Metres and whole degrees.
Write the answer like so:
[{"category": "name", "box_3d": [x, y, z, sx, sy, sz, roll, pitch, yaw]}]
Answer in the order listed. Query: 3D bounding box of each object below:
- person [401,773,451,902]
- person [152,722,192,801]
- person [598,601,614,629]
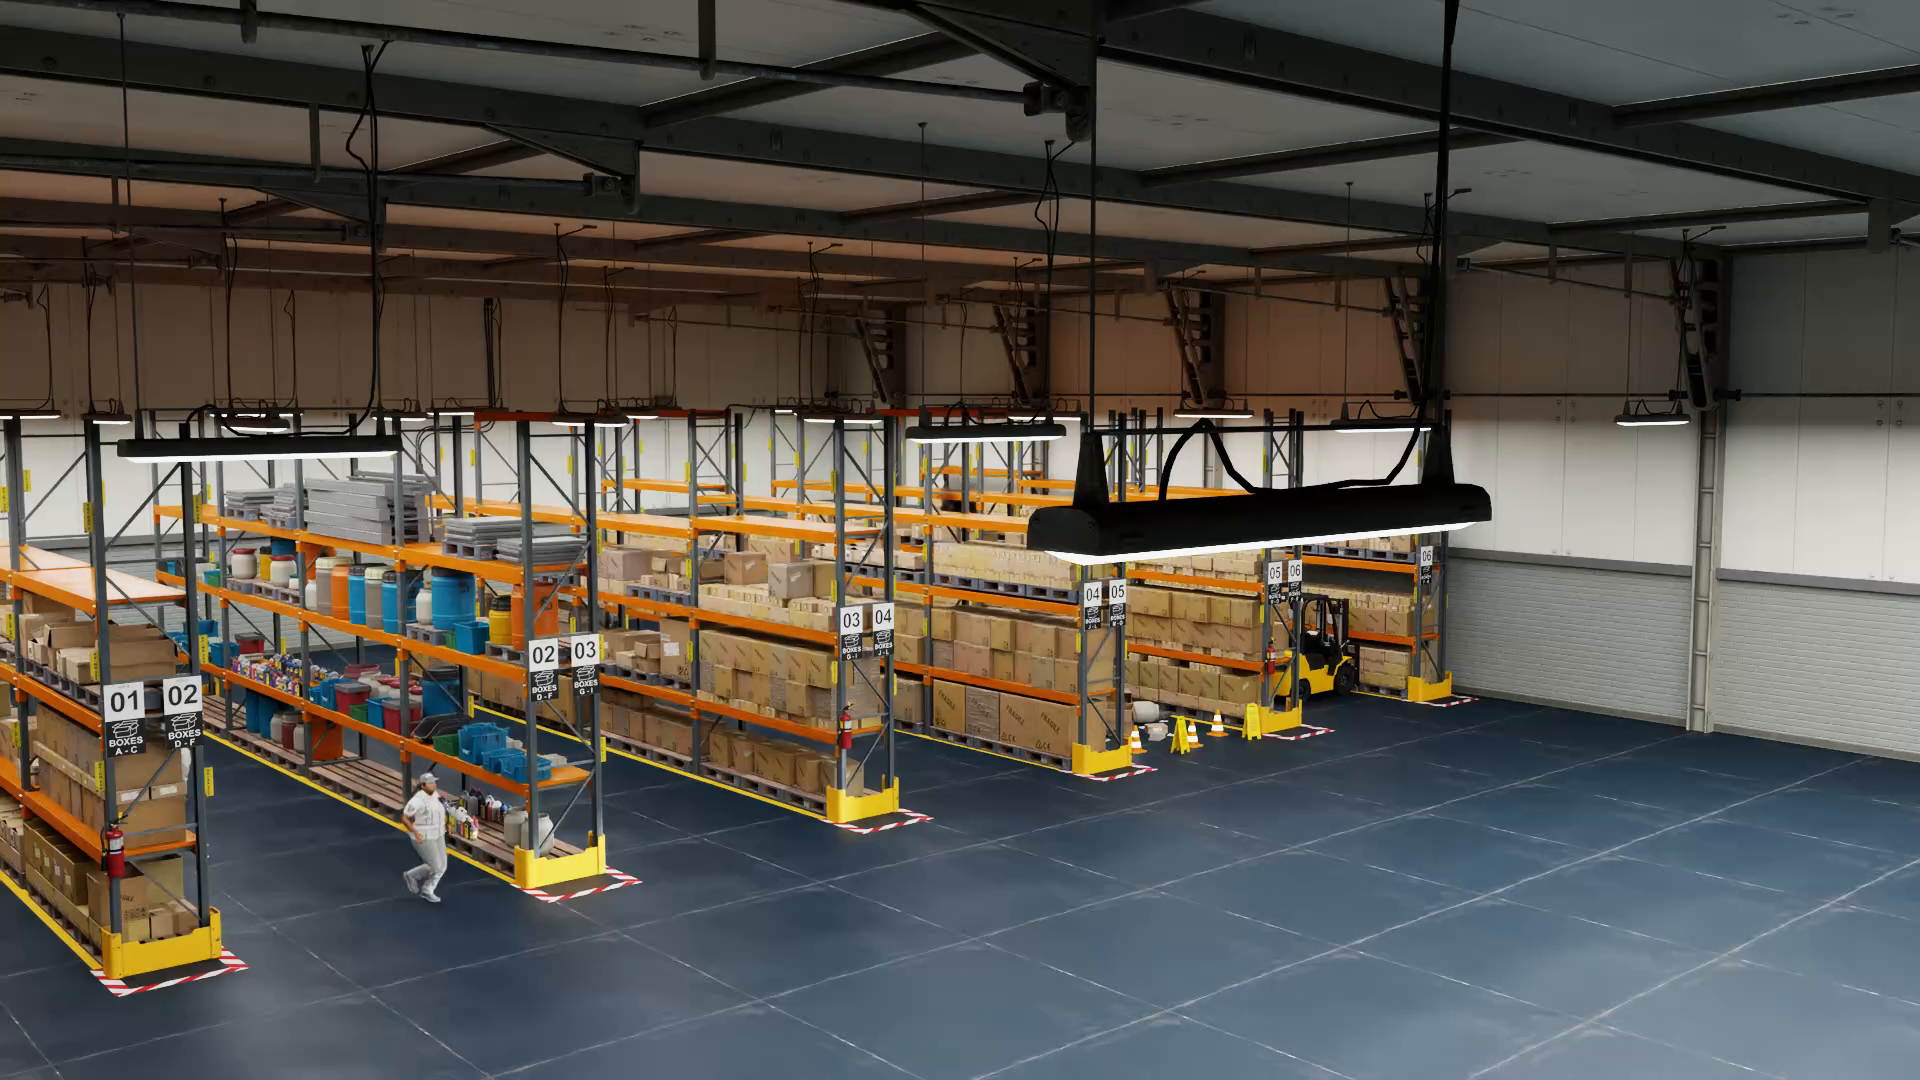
[{"category": "person", "box_3d": [-6.641, 3.718, 20.760, 0.546, 1.639, 0.602, 2, 5, 20]}, {"category": "person", "box_3d": [-12.321, 3.188, 26.076, 0.662, 1.740, 0.771, -4, 7, -41]}, {"category": "person", "box_3d": [-8.063, 2.218, 37.283, 0.618, 1.718, 0.800, -4, 7, -41]}]
